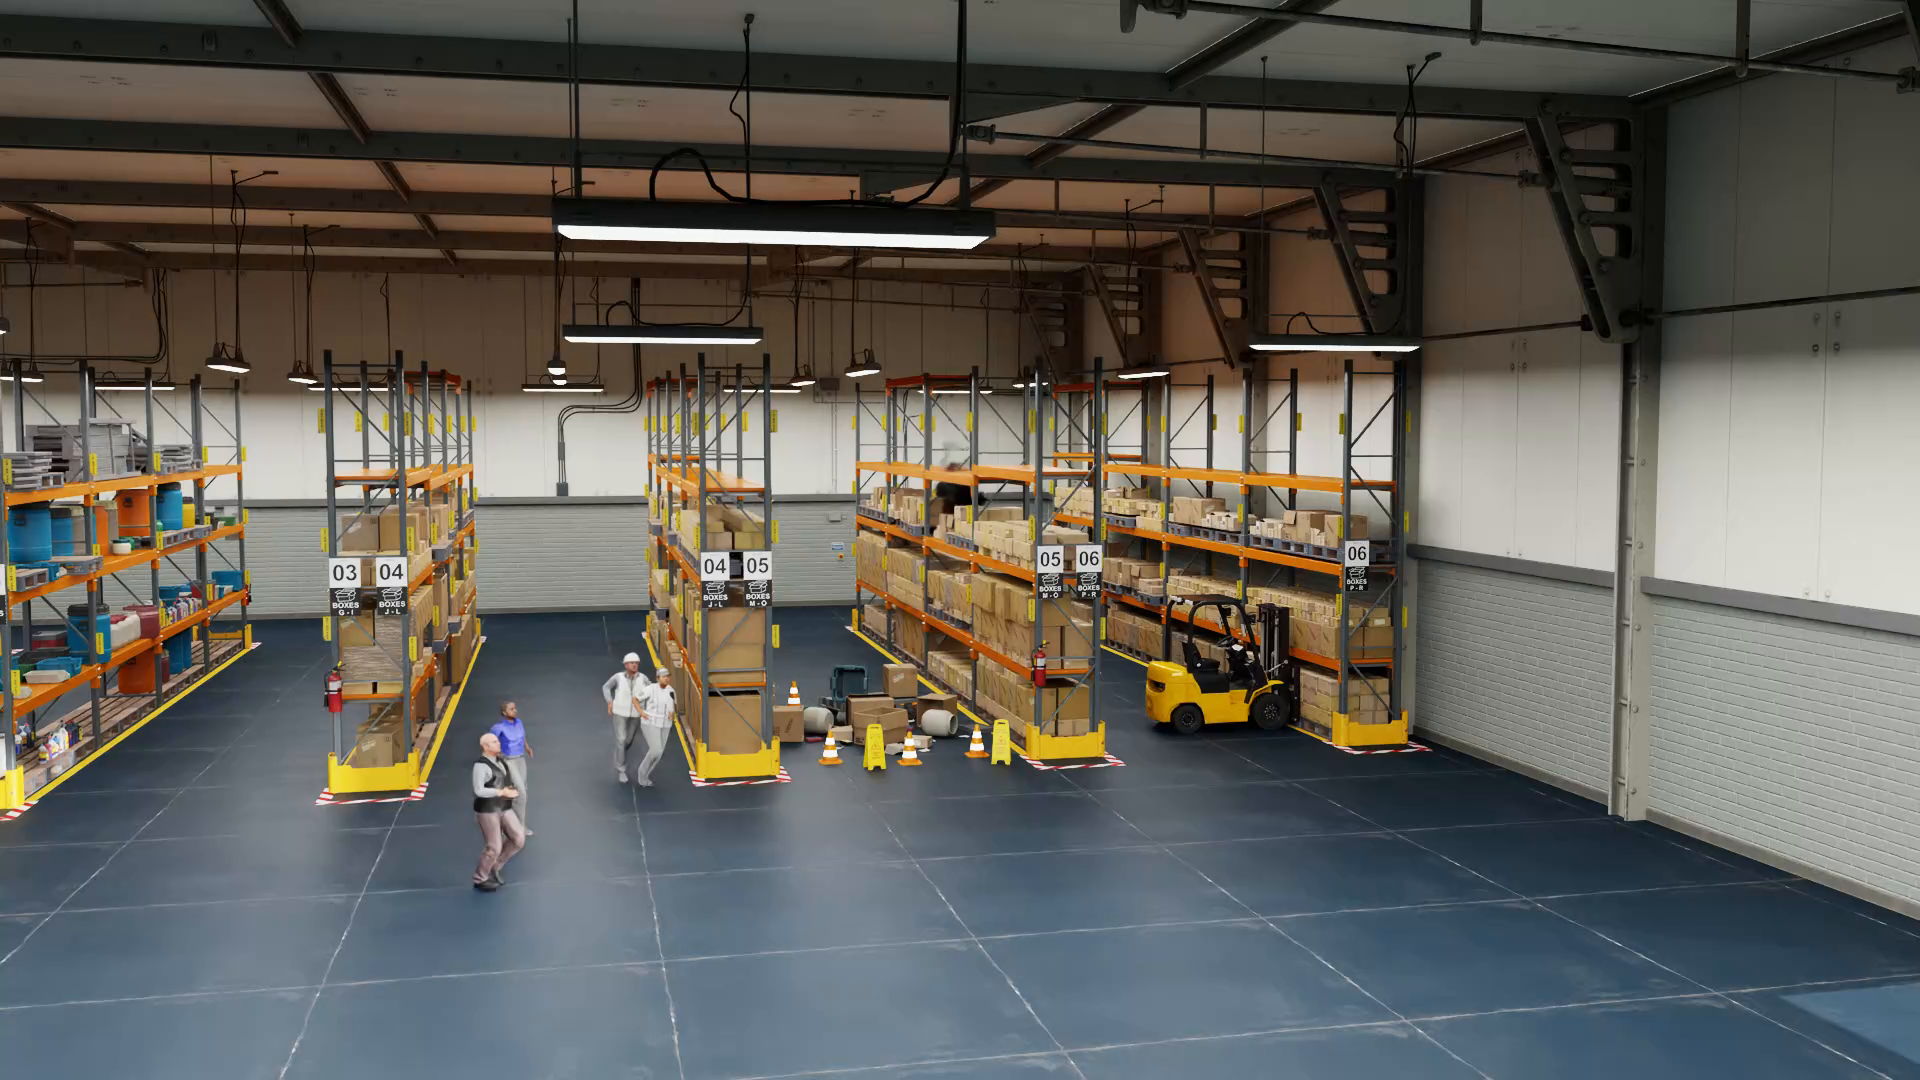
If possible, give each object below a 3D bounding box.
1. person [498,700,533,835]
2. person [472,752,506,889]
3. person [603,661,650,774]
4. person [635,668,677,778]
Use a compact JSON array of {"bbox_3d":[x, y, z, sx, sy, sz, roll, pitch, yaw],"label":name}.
[{"bbox_3d":[-5.545,2.822,20.419,0.726,1.562,0.576,2,4,25],"label":"person"},{"bbox_3d":[-5.027,3.006,17.862,0.427,1.488,0.638,1,4,16],"label":"person"},{"bbox_3d":[-4.722,2.451,23.666,0.676,1.620,0.780,-2,4,-26],"label":"person"},{"bbox_3d":[-4.173,2.539,23.060,0.563,1.543,0.561,4,6,44],"label":"person"}]
